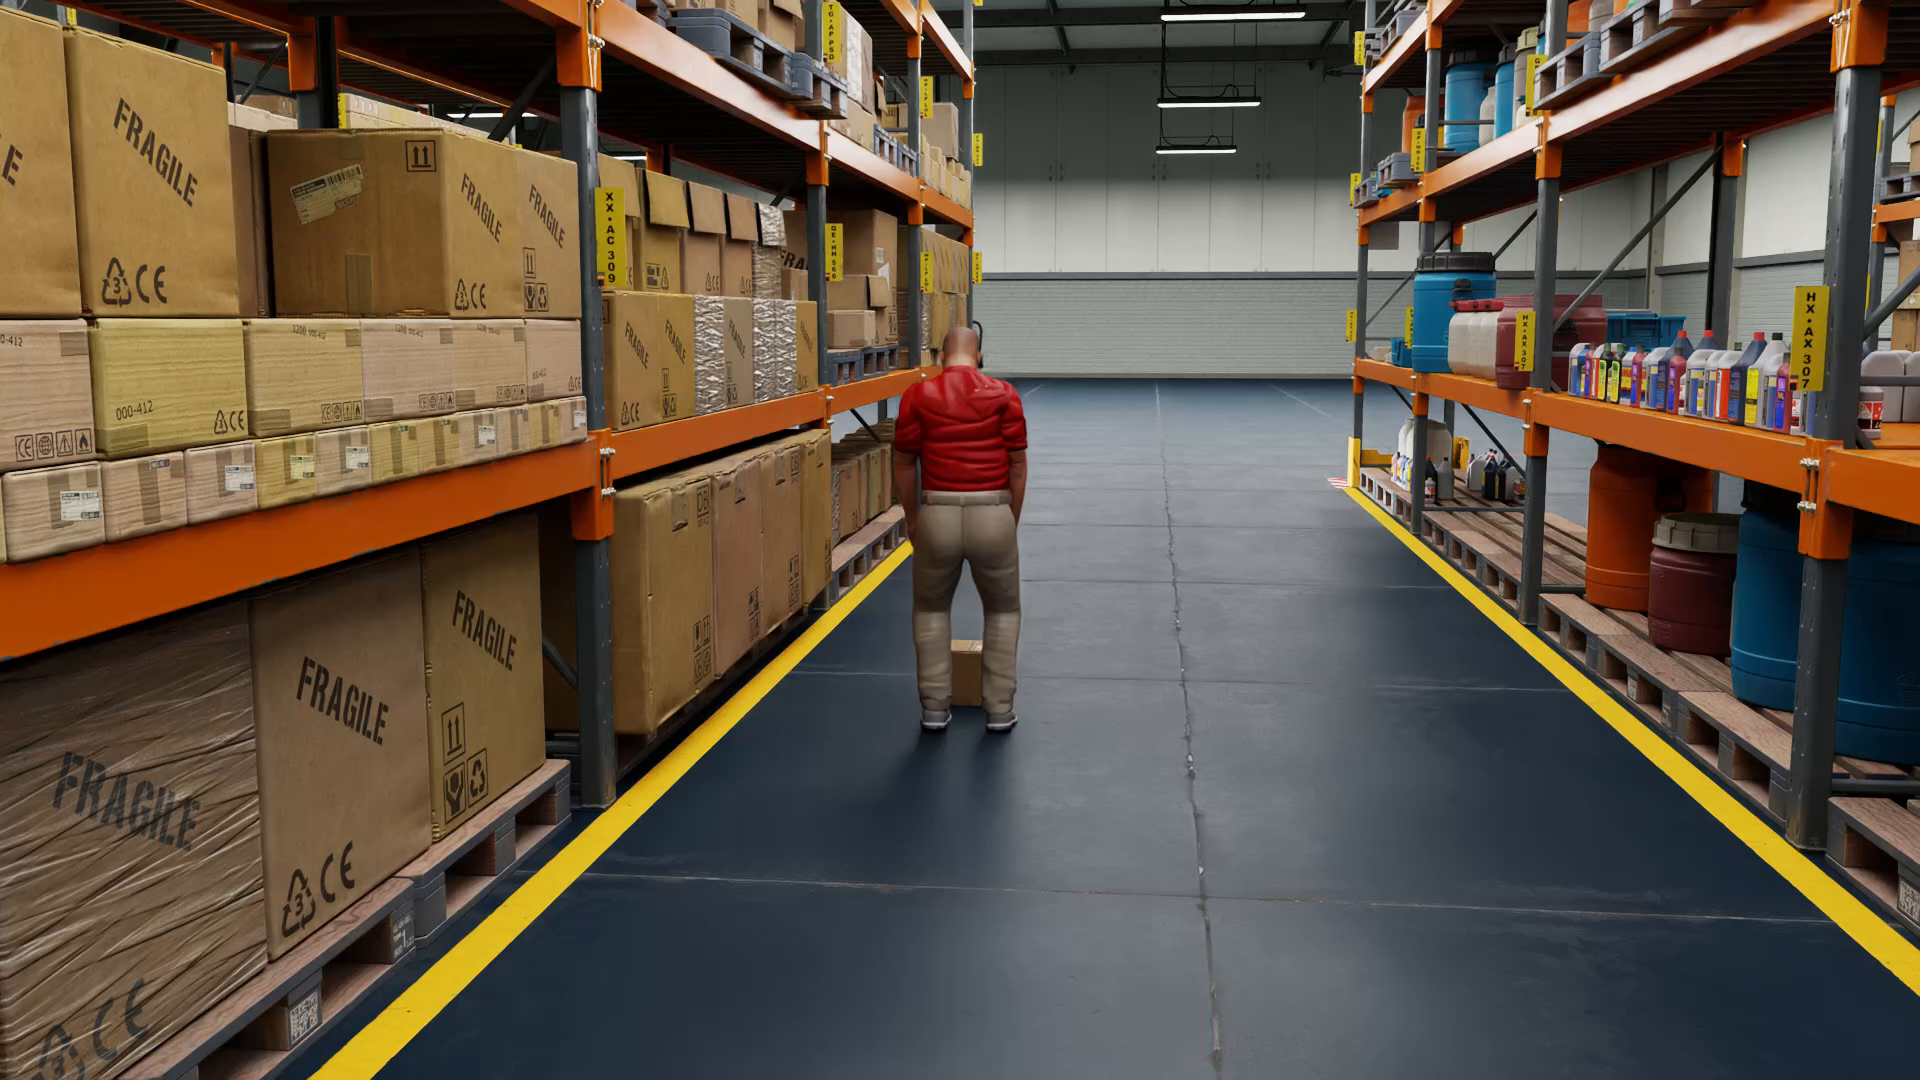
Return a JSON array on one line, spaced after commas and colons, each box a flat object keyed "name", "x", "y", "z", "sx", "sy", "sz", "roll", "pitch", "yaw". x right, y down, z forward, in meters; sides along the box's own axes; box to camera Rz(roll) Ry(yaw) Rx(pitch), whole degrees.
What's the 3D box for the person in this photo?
[{"name": "person", "x": 0.001, "y": -0.041, "z": 6.913, "sx": 0.557, "sy": 1.677, "sz": 0.431, "roll": 1, "pitch": 8, "yaw": 6}]
